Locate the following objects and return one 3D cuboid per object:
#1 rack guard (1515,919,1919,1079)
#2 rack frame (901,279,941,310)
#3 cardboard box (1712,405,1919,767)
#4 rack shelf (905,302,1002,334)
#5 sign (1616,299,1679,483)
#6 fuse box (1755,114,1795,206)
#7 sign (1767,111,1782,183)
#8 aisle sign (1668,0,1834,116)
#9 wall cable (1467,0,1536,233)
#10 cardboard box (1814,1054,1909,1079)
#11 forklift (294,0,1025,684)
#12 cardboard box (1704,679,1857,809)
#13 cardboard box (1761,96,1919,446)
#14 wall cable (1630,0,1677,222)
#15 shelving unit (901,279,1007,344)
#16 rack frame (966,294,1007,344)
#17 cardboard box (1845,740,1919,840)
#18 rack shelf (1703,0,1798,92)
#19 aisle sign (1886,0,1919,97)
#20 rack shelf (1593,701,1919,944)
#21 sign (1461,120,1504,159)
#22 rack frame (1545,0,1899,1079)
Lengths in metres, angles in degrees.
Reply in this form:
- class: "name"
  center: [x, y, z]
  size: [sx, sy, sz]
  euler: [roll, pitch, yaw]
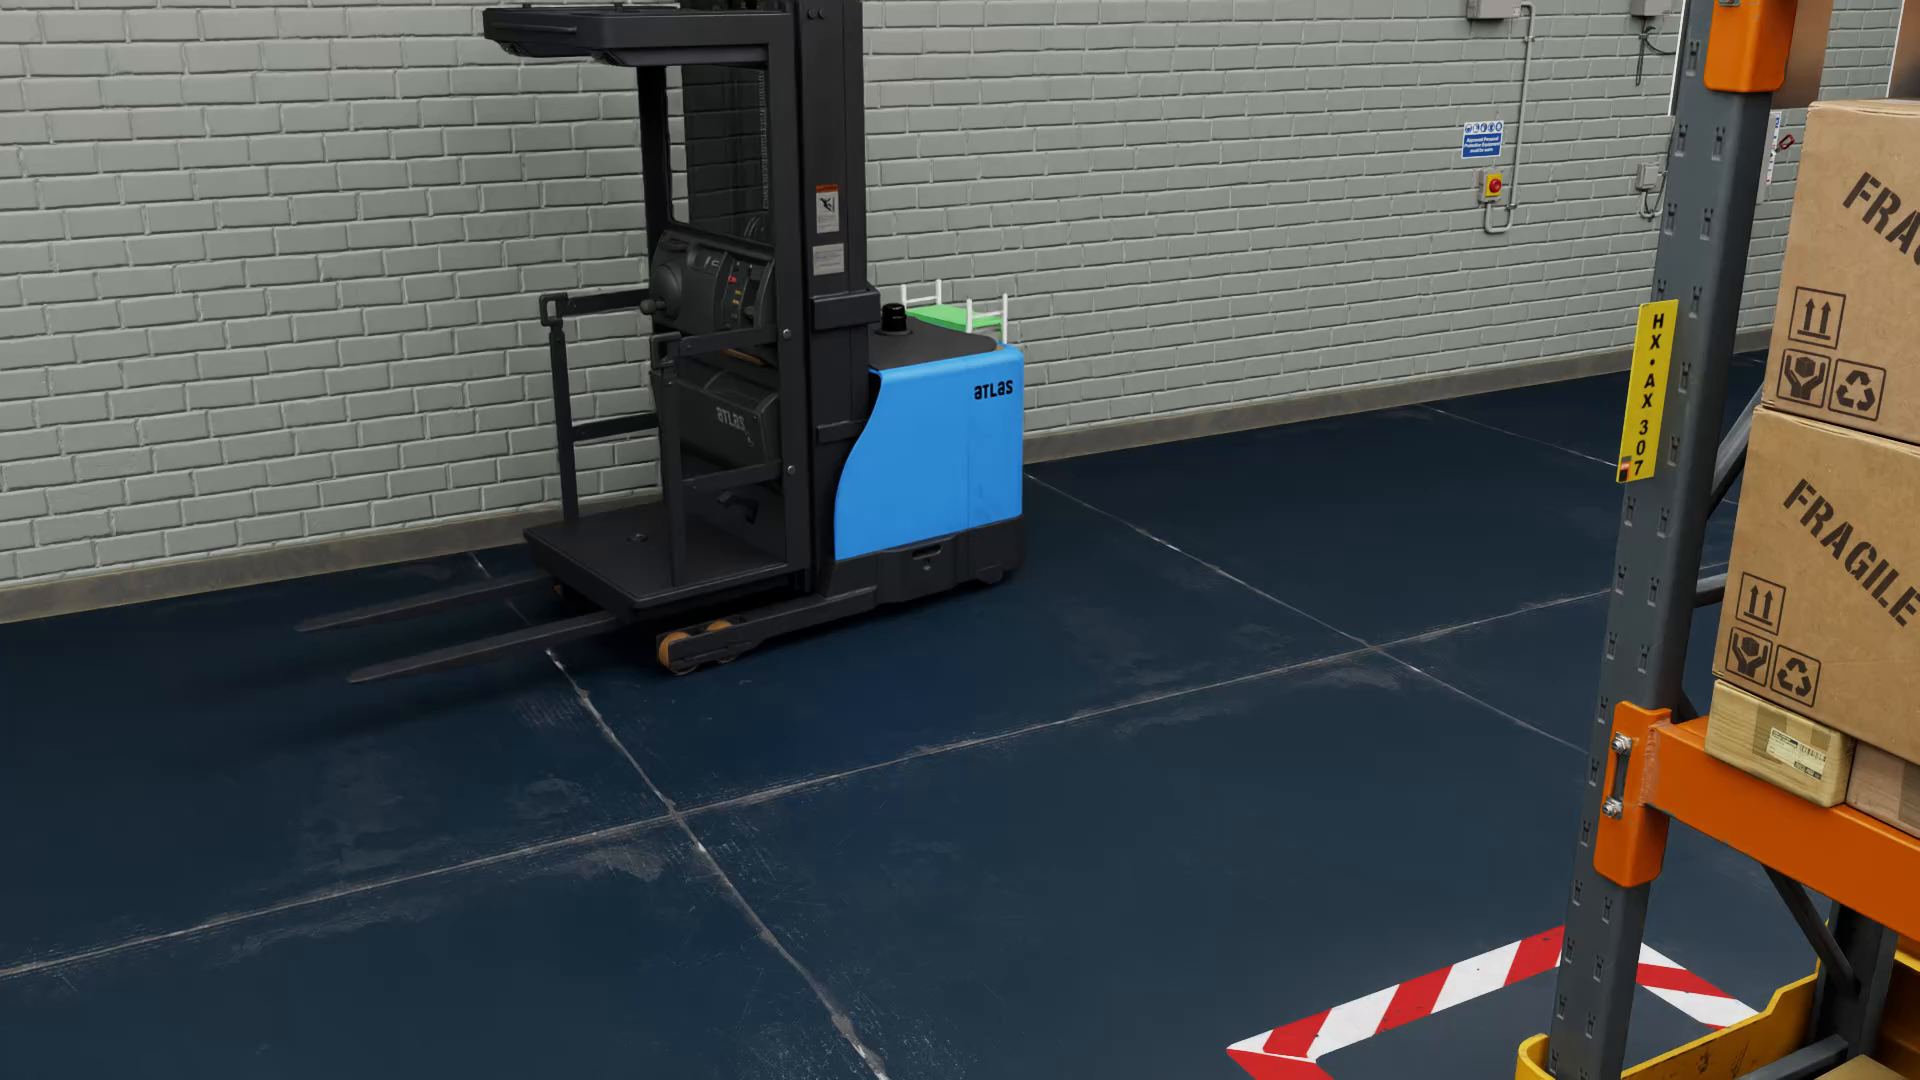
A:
- class: "rack guard"
  center: [1.743, 1.264, 3.700]
  size: [1.175, 0.500, 0.348]
  euler: [-10, 21, -27]
- class: "rack frame"
  center: [-0.189, -0.685, 8.276]
  size: [0.240, 1.200, 0.015]
  euler: [-15, 24, -37]
- class: "cardboard box"
  center: [1.677, 0.045, 2.794]
  size: [0.500, 0.500, 0.500]
  euler: [-9, 21, -24]
- class: "rack shelf"
  center: [-0.032, -1.017, 7.964]
  size: [0.258, 0.148, 0.480]
  euler: [-15, 24, -37]
- class: "sign"
  center: [1.230, -0.264, 2.971]
  size: [0.100, 0.325, 0.005]
  euler: [-10, 21, -27]
- class: "fuse box"
  center: [5.235, -2.024, 11.374]
  size: [0.539, 1.711, 0.414]
  euler: [-10, 21, -27]
- class: "sign"
  center: [5.572, -2.724, 11.574]
  size: [0.329, 0.494, 0.001]
  euler: [-10, 21, -27]
- class: "aisle sign"
  center: [1.409, -1.142, 2.858]
  size: [0.394, 0.787, 0.004]
  euler: [-10, 21, -27]
- class: "wall cable"
  center: [3.318, -2.845, 10.172]
  size: [0.585, 1.953, 0.123]
  euler: [-10, 21, -27]
- class: "cardboard box"
  center: [1.657, 1.132, 3.067]
  size: [0.380, 0.149, 0.250]
  euler: [-11, 22, -29]
- class: "forklift"
  center: [-1.185, -1.048, 6.674]
  size: [3.031, 2.935, 1.130]
  euler: [-14, 23, -35]
- class: "cardboard box"
  center: [1.573, 0.324, 2.980]
  size: [0.380, 0.149, 0.250]
  euler: [-10, 21, -27]
- class: "cardboard box"
  center: [1.687, -0.430, 2.635]
  size: [0.500, 0.500, 0.500]
  euler: [-10, 21, -27]
- class: "wall cable"
  center: [4.560, -3.053, 10.823]
  size: [0.588, 1.984, 0.122]
  euler: [-10, 21, -27]
- class: "shelving unit"
  center: [-0.032, -0.624, 8.100]
  size: [0.258, 1.200, 0.503]
  euler: [-15, 24, -37]
- class: "rack frame"
  center: [0.125, -0.563, 7.923]
  size: [0.240, 1.200, 0.015]
  euler: [-15, 24, -37]
- class: "cardboard box"
  center: [1.730, 0.390, 2.787]
  size: [0.380, 0.149, 0.250]
  euler: [-9, 21, -25]
- class: "rack shelf"
  center: [2.657, -0.443, 1.320]
  size: [1.077, 0.370, 4.000]
  euler: [-10, 21, -27]
- class: "aisle sign"
  center: [1.937, -1.235, 3.127]
  size: [0.394, 0.787, 0.004]
  euler: [-10, 21, -27]
- class: "rack shelf"
  center: [2.657, 0.975, 1.809]
  size: [1.077, 0.370, 4.000]
  euler: [-10, 21, -27]
- class: "sign"
  center: [3.246, -2.488, 10.328]
  size: [0.327, 0.218, 0.001]
  euler: [-10, 21, -27]
- class: "rack frame"
  center: [1.704, 0.062, 3.354]
  size: [0.949, 2.616, 0.053]
  euler: [-10, 21, -27]
